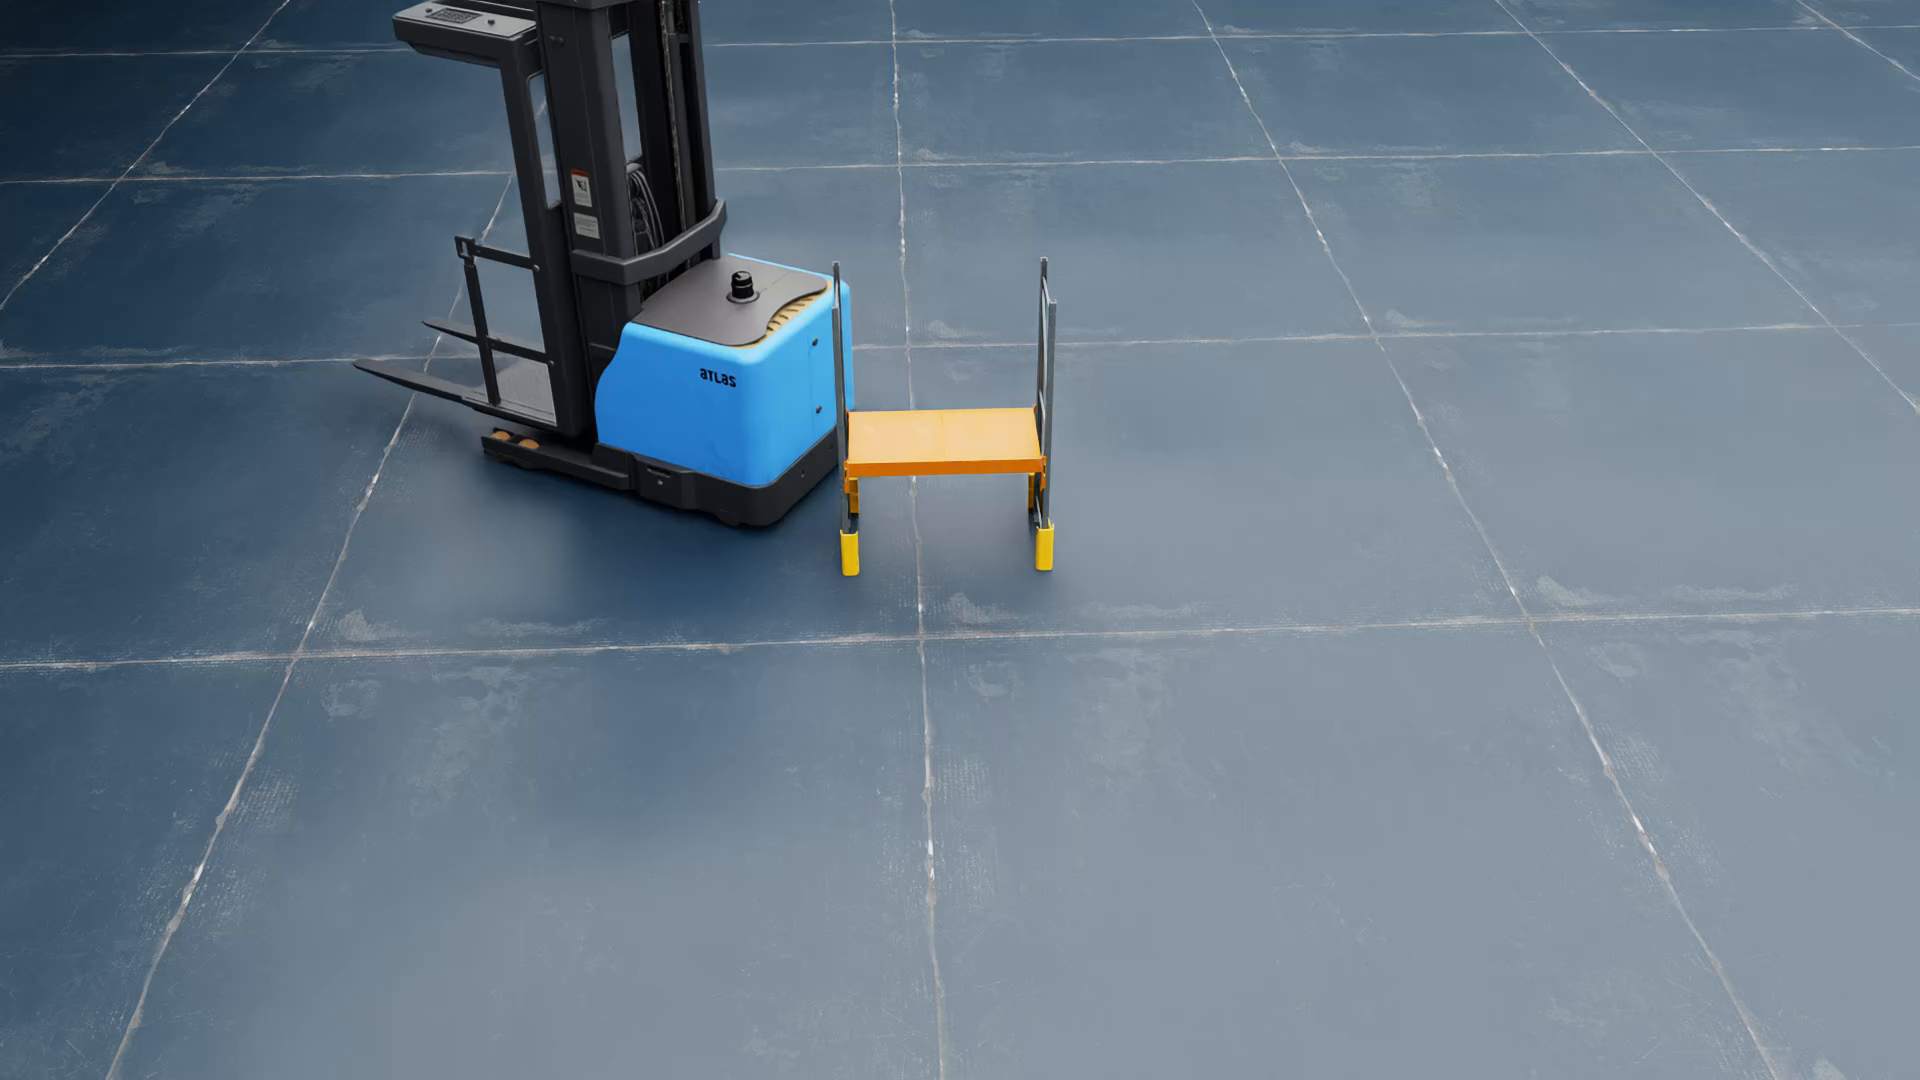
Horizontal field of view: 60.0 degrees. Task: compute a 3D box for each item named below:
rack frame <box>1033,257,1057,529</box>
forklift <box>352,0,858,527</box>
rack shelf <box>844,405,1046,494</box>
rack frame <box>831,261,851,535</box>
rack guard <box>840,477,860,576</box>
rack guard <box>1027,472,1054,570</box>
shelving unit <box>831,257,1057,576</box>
[{"bbox_3d":[0.423,-0.628,8.376,0.032,1.500,0.500,-2,35,-2],"label":"rack frame"},{"bbox_3d":[-2.128,-1.854,8.890,3.031,2.935,1.130,16,38,22],"label":"forklift"},{"bbox_3d":[-0.085,-0.467,8.458,1.000,0.185,0.538,-2,35,-2],"label":"rack shelf"},{"bbox_3d":[-0.593,-0.601,8.336,0.032,1.500,0.500,-2,35,-2],"label":"rack frame"},{"bbox_3d":[-0.574,-0.087,8.693,0.087,0.250,0.587,-2,35,-2],"label":"rack guard"},{"bbox_3d":[0.421,-0.114,8.732,0.087,0.250,0.587,-2,35,-2],"label":"rack guard"},{"bbox_3d":[-0.076,-0.615,8.356,1.083,1.500,0.587,-2,35,-2],"label":"shelving unit"}]
